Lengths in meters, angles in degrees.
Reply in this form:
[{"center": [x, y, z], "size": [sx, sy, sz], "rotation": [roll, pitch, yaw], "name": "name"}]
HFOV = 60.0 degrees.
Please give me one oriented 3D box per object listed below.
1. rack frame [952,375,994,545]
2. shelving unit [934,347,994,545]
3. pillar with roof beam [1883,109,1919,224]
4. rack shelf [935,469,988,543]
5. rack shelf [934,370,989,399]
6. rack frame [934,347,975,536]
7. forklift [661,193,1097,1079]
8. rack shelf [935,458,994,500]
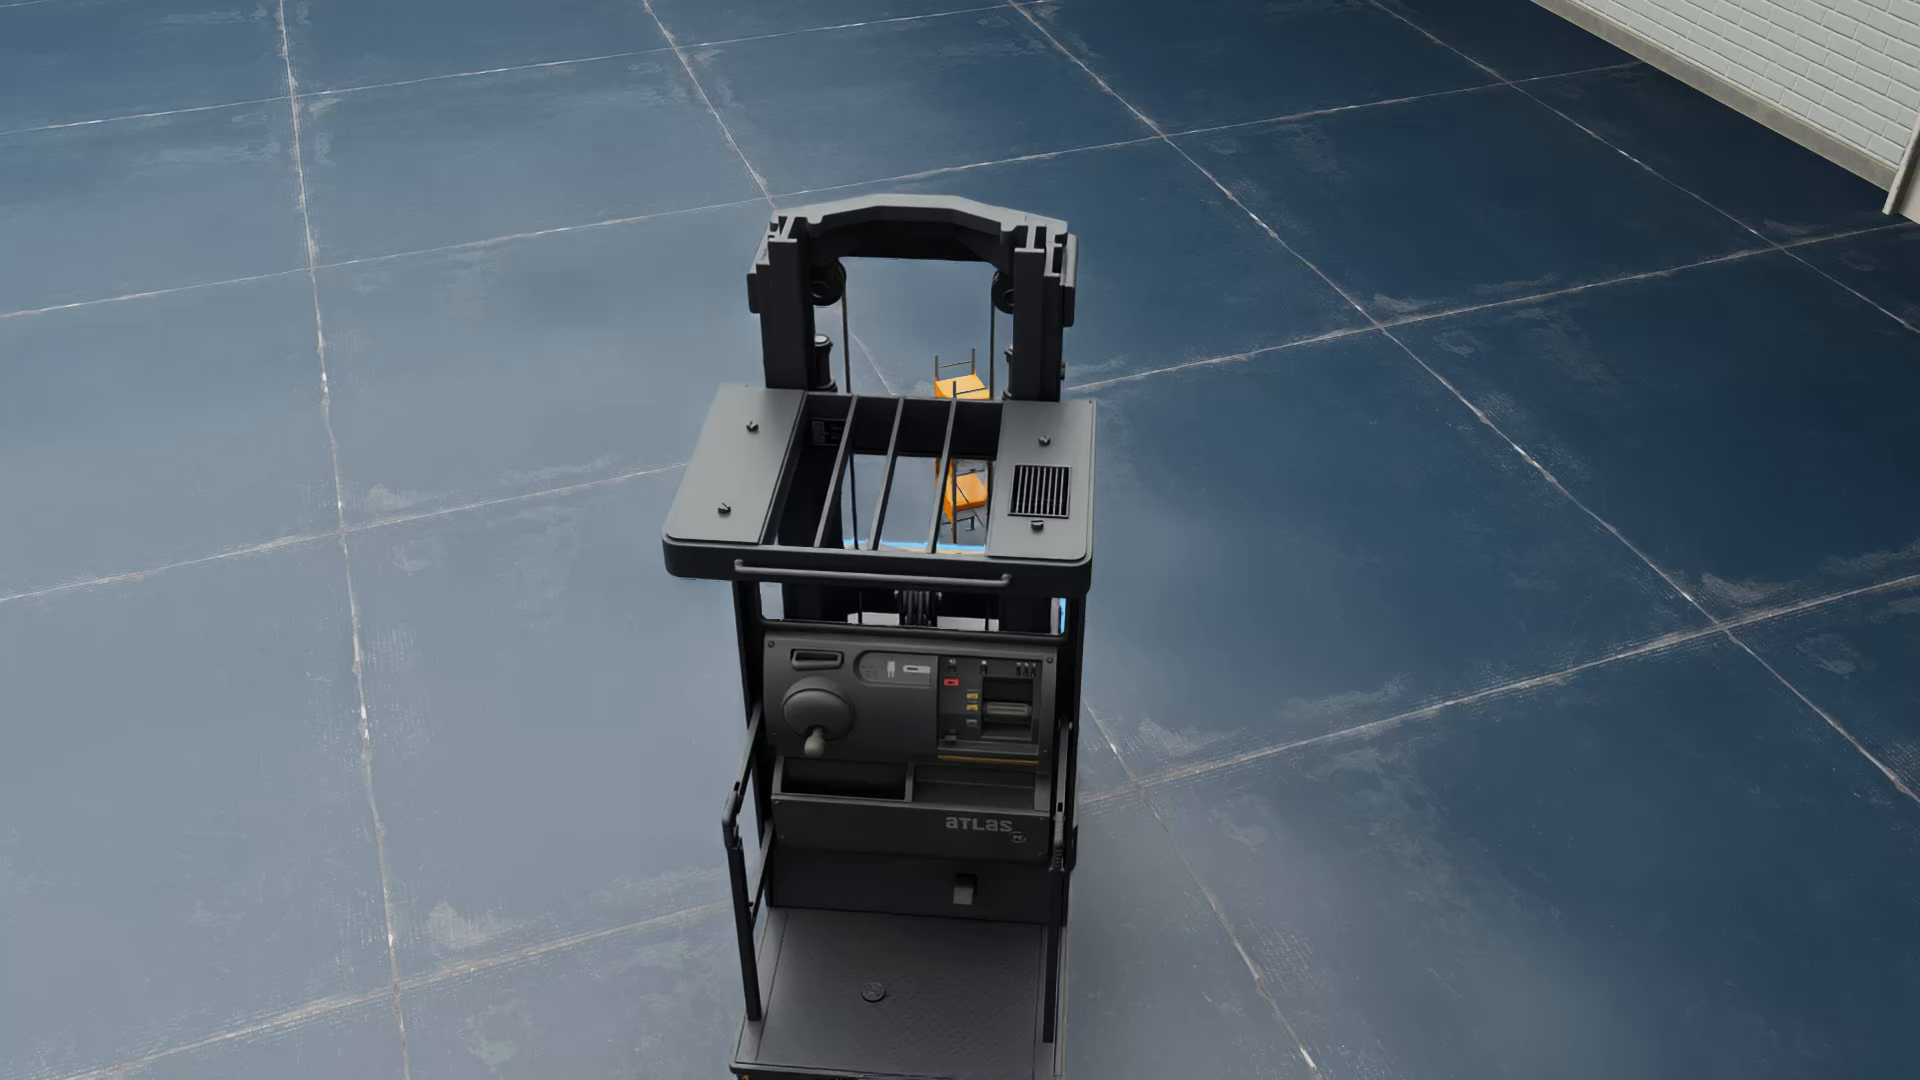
[{"center": [0.060, -0.320, 7.863], "size": [0.200, 1.050, 0.008], "rotation": [-12, 39, -16], "name": "rack frame"}, {"center": [0.018, -0.389, 7.954], "size": [0.215, 1.050, 0.252], "rotation": [-12, 39, -16], "name": "shelving unit"}, {"center": [2.417, -4.852, 7.272], "size": [9.100, 9.000, 0.400], "rotation": [-12, 39, -16], "name": "pillar with roof beam"}, {"center": [0.018, -0.159, 8.128], "size": [0.215, 0.259, 0.240], "rotation": [-12, 39, -16], "name": "rack shelf"}, {"center": [0.018, -0.607, 7.790], "size": [0.215, 0.259, 0.240], "rotation": [-12, 39, -16], "name": "rack shelf"}, {"center": [-0.024, -0.458, 8.046], "size": [0.200, 1.050, 0.008], "rotation": [-12, 39, -16], "name": "rack frame"}, {"center": [-0.177, 0.579, 5.105], "size": [1.130, 2.935, 3.031], "rotation": [3, 37, 4], "name": "forklift"}, {"center": [0.018, -0.381, 7.961], "size": [0.215, 0.259, 0.240], "rotation": [-12, 39, -16], "name": "rack shelf"}]
